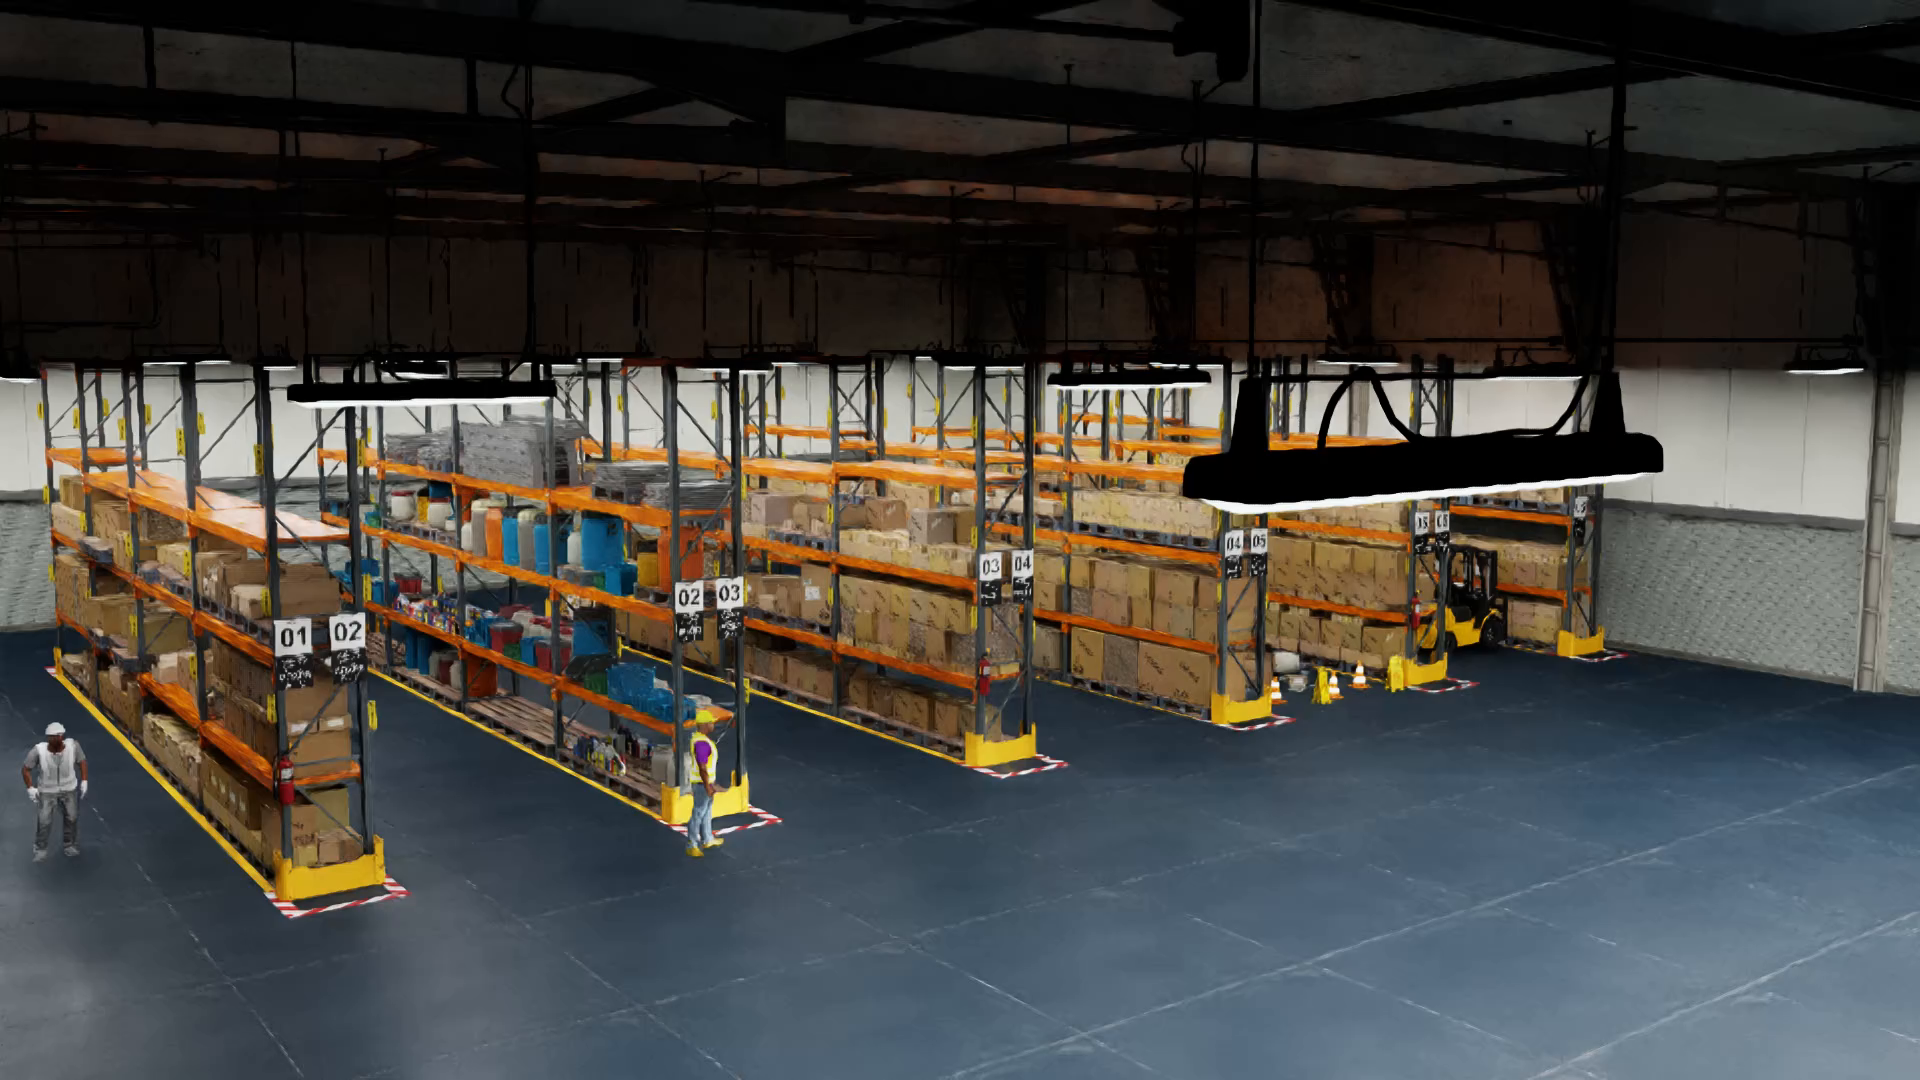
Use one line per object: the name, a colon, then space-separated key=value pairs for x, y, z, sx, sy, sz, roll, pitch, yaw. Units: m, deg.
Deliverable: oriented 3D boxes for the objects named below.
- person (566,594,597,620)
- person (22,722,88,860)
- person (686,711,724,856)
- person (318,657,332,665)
person: x=-7.664 y=1.487 z=33.697 sx=0.634 sy=1.633 sz=0.493 roll=-5 pitch=8 yaw=-36
person: x=-11.012 y=3.051 z=20.272 sx=0.702 sy=1.735 sz=0.549 roll=-5 pitch=9 yaw=-37
person: x=-3.169 y=2.986 z=20.584 sx=0.478 sy=1.772 sz=0.649 roll=-1 pitch=7 yaw=-9
person: x=-10.307 y=2.285 z=27.169 sx=0.625 sy=1.611 sz=0.568 roll=-6 pitch=9 yaw=-39
